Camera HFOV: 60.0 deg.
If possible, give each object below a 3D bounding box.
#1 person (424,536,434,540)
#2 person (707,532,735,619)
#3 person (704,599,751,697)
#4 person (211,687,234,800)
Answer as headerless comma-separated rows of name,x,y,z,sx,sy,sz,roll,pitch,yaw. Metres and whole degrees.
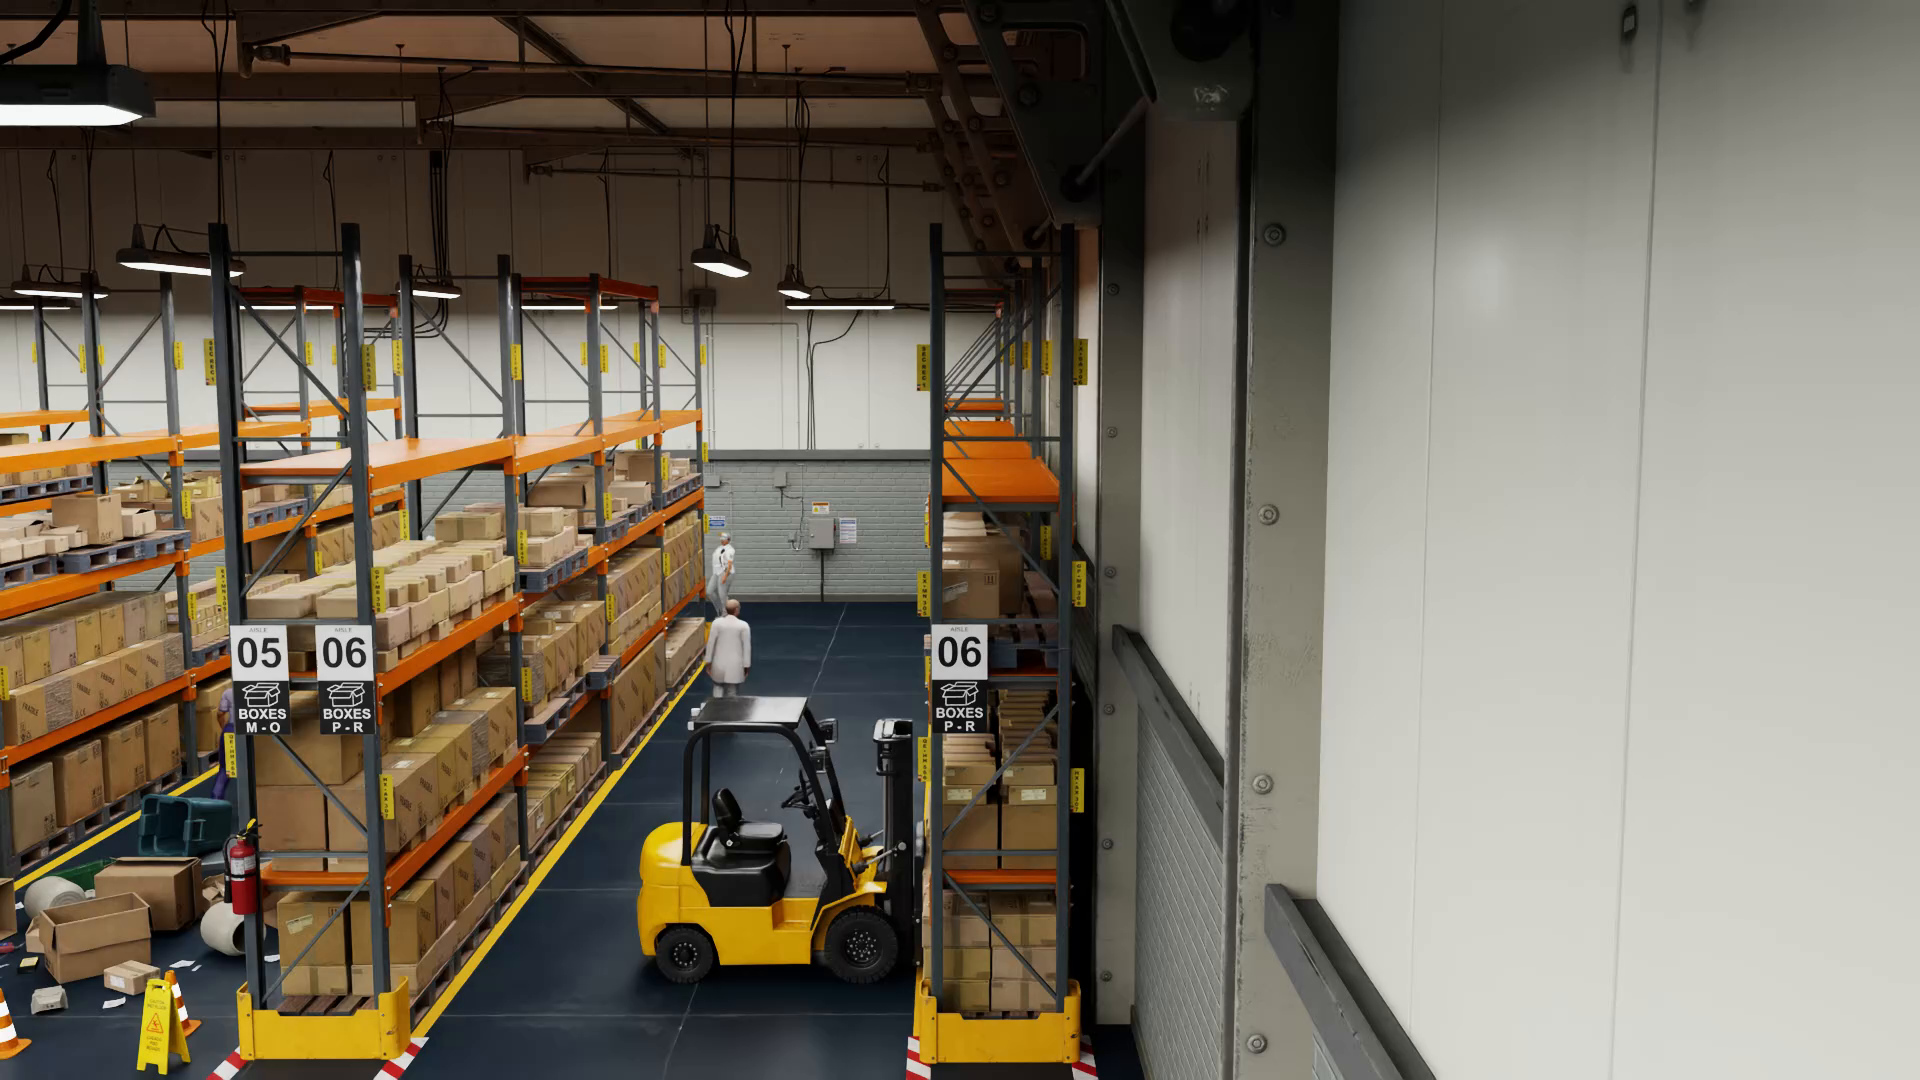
person,-9.611,0.769,30.205,0.543,1.698,1.094,5,8,35
person,-4.509,0.709,31.406,0.457,1.719,0.507,-5,9,-38
person,-3.119,1.676,22.304,0.678,1.781,0.509,1,7,5
person,-7.992,2.231,18.347,0.567,1.623,0.638,0,7,3
